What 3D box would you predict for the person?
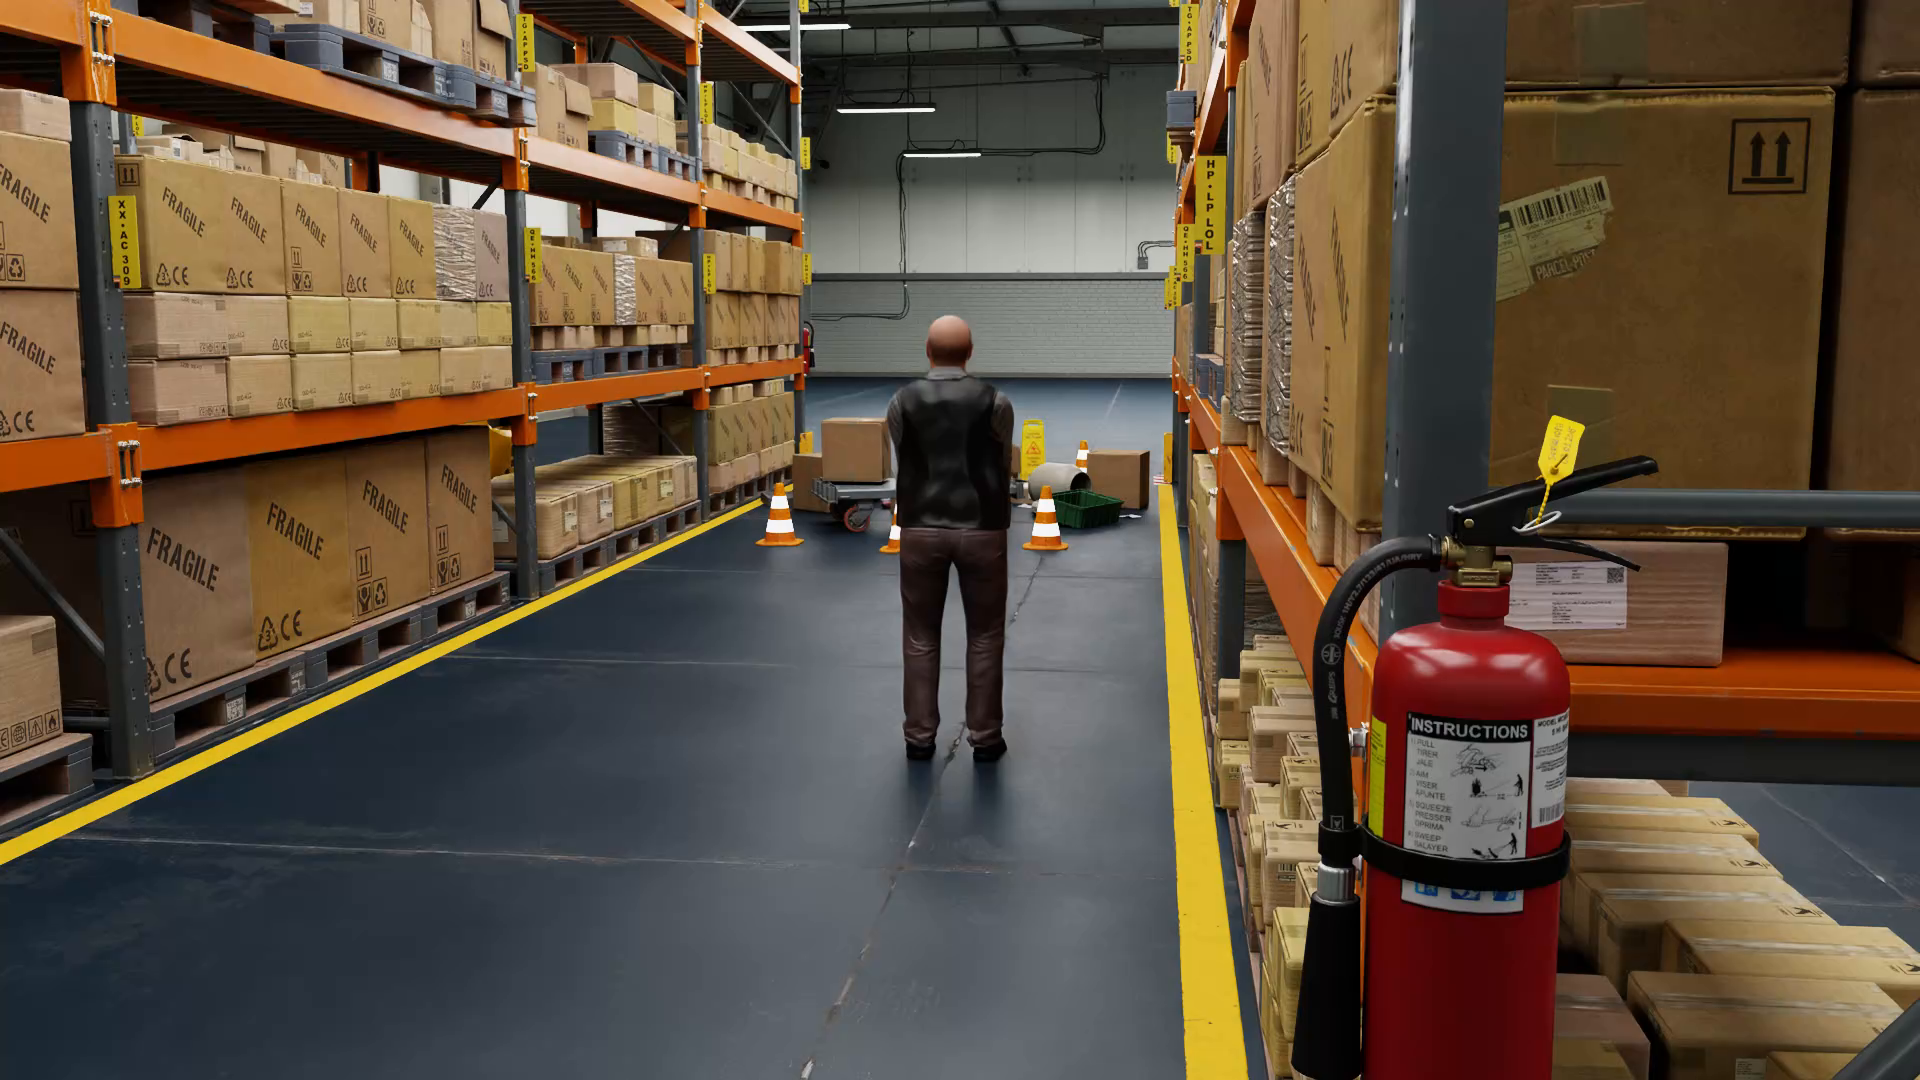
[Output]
[{"bbox_3d":[-0.033,-0.015,6.530,0.494,1.720,0.559,1,8,5],"label":"person"}]
